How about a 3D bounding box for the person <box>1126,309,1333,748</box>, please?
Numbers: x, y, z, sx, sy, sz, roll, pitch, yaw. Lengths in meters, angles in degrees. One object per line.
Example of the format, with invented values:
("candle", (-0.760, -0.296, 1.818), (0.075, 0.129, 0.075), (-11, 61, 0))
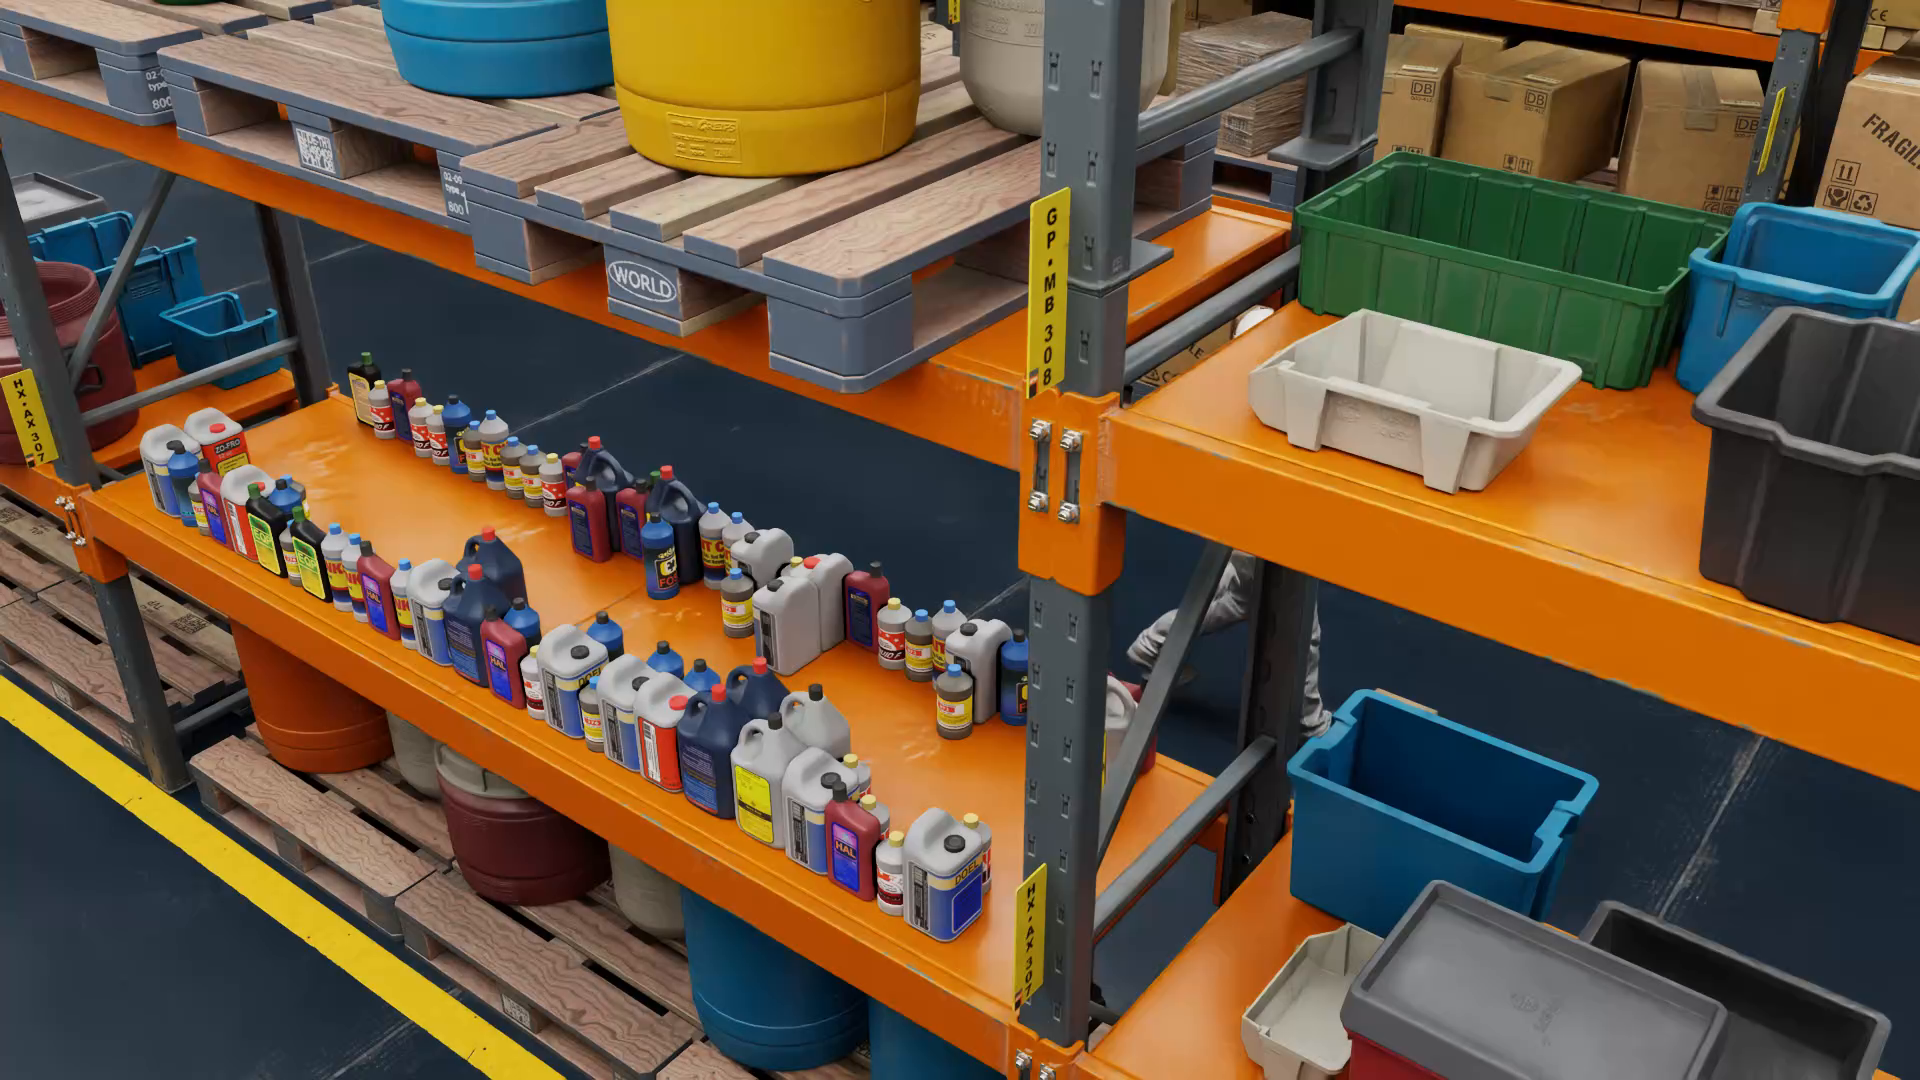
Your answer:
("person", (1.140, -0.033, 6.201), (0.985, 1.756, 0.558), (4, 31, 7))
